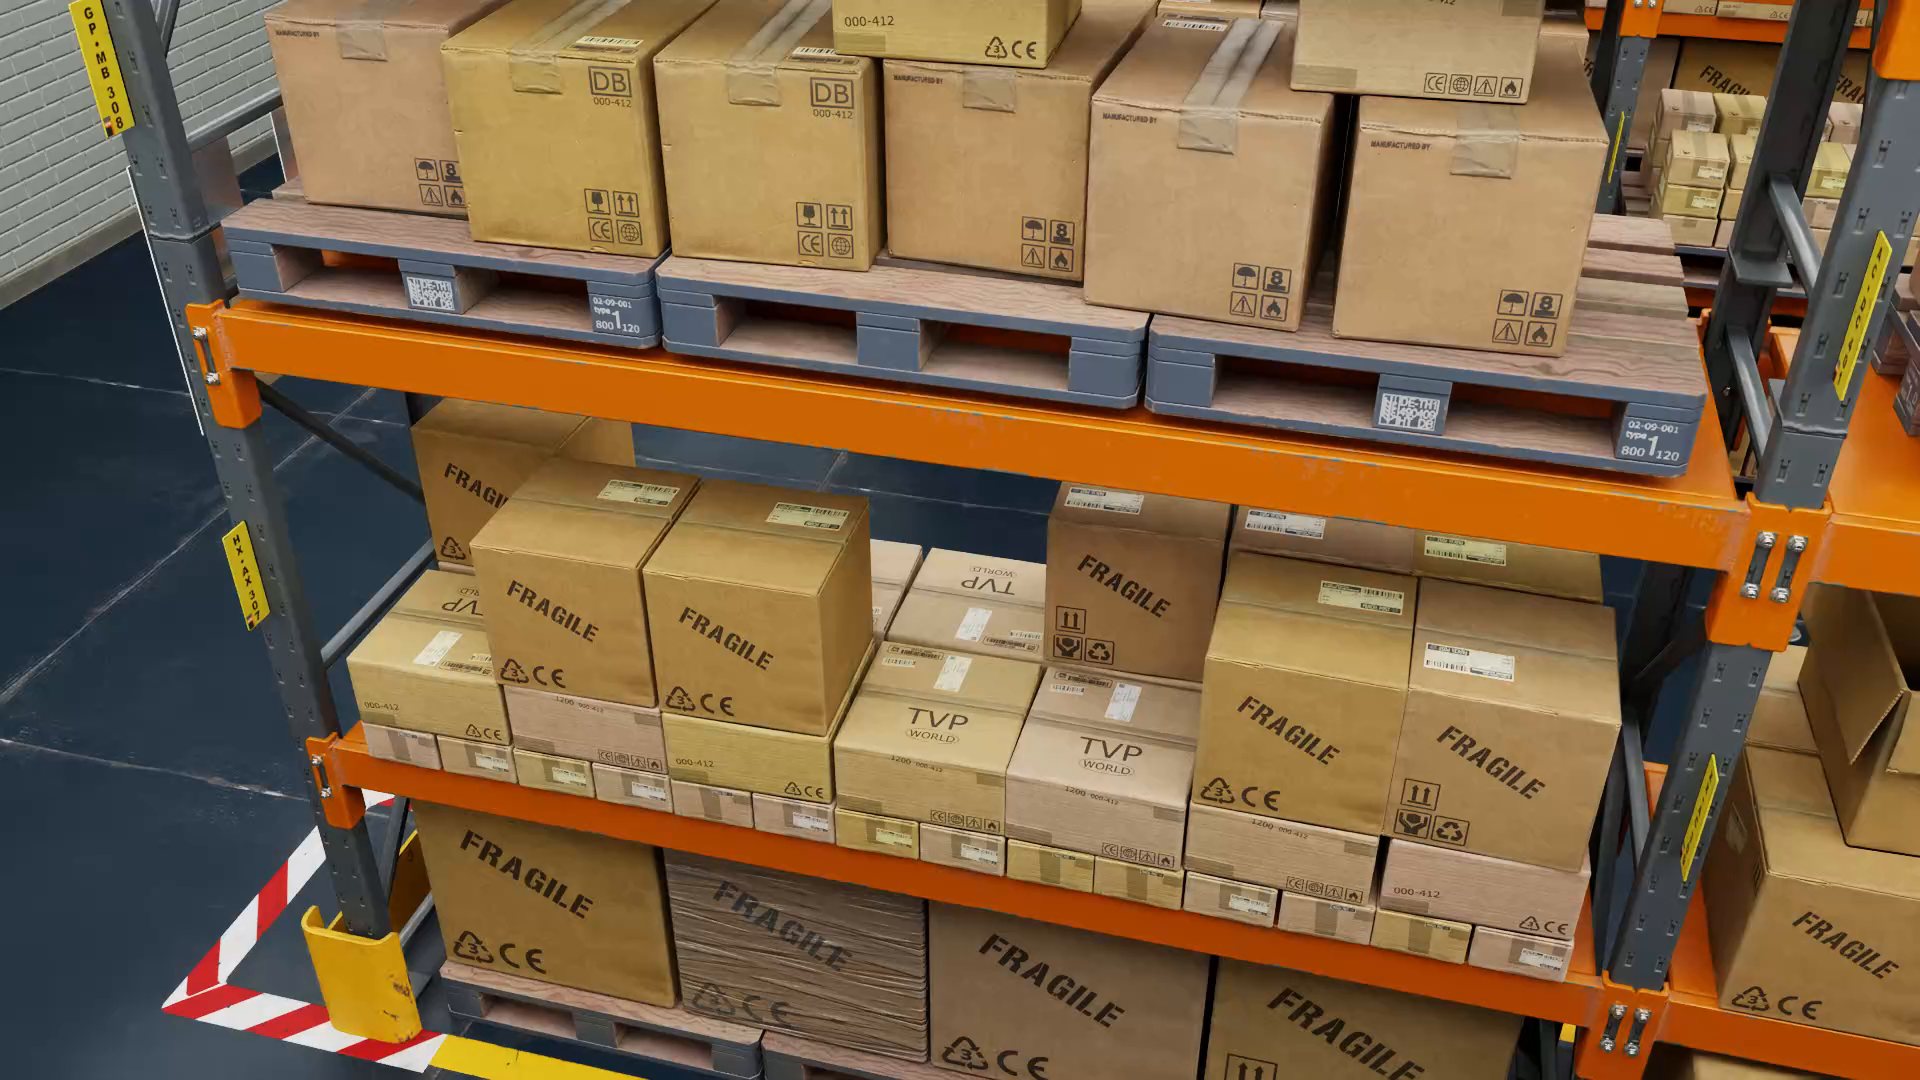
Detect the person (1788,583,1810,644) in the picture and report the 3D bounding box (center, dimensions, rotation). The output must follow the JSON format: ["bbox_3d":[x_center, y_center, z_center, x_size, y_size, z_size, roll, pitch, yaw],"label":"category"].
[{"bbox_3d":[3.844,-0.225,7.420,0.443,1.680,0.470,7,34,11],"label":"person"}]
